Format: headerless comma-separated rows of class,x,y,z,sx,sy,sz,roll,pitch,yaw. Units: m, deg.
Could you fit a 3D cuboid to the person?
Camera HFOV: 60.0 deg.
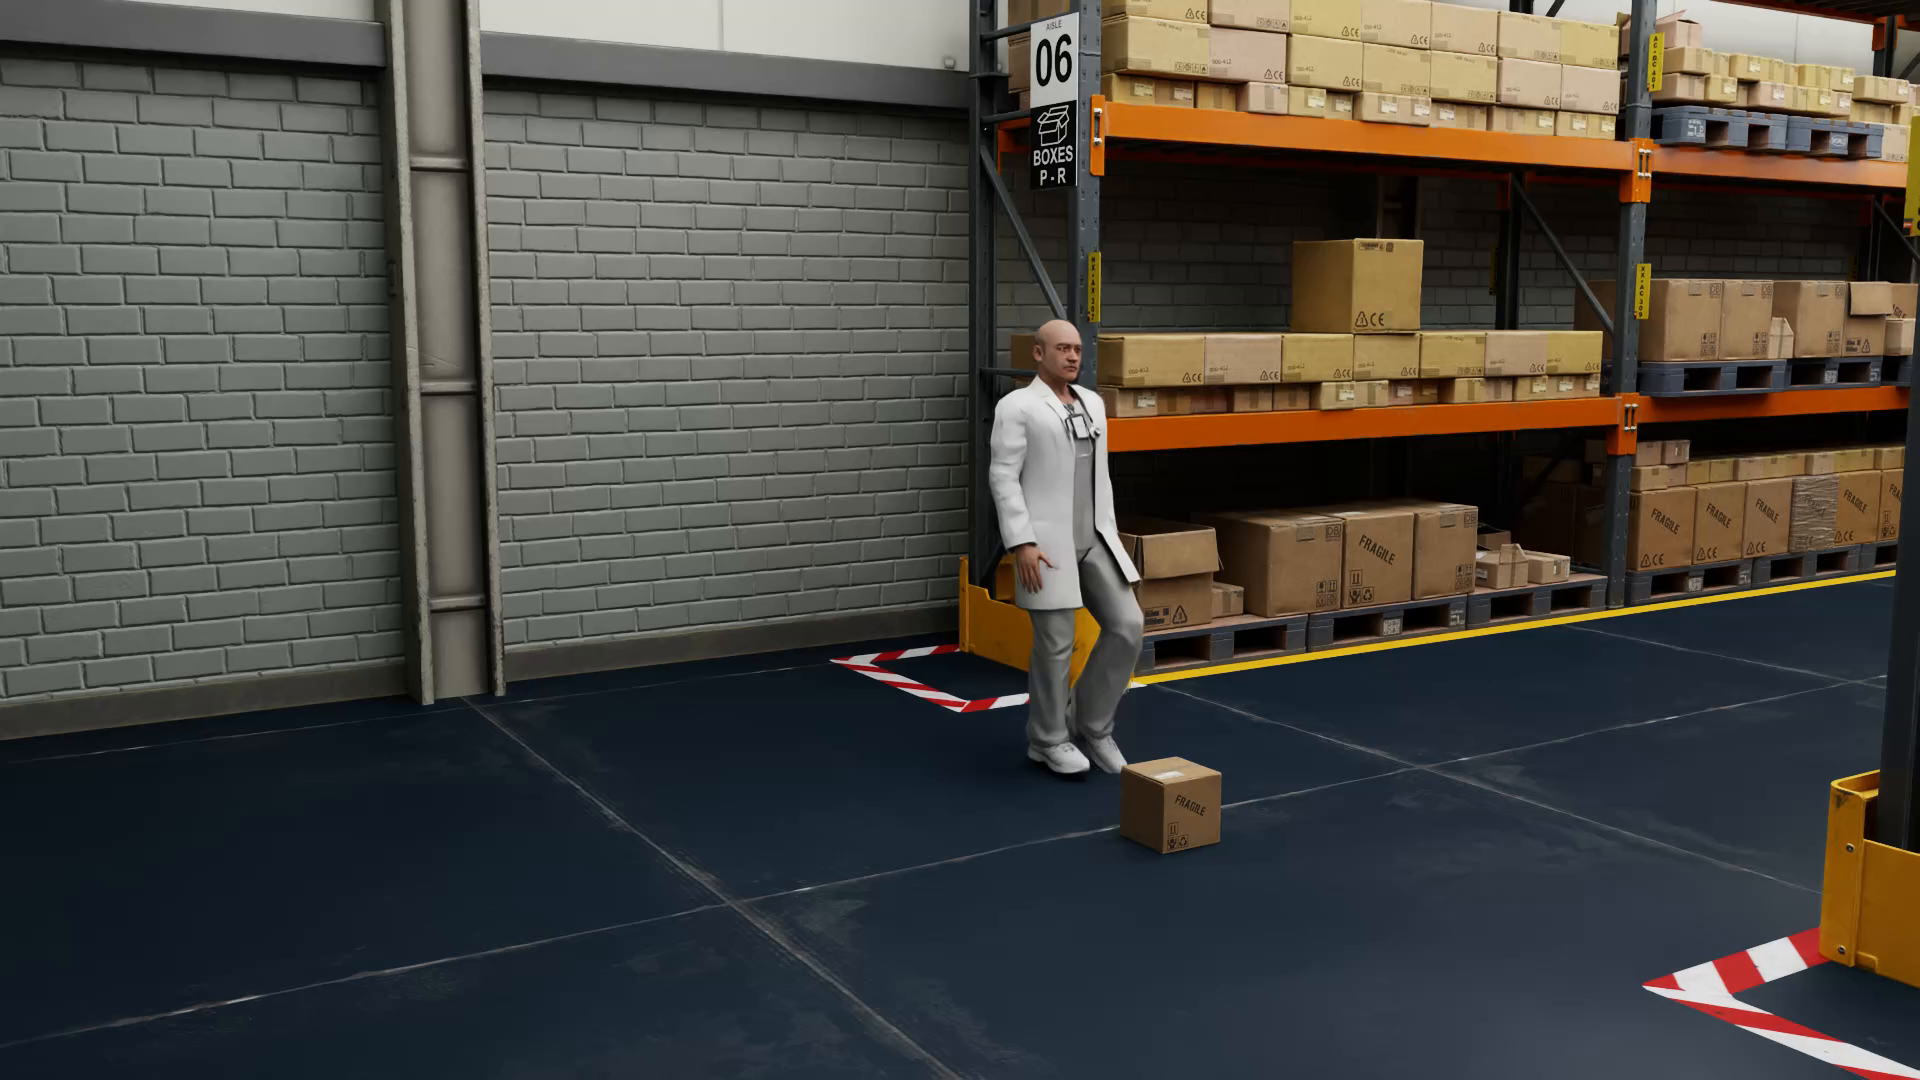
person,0.433,0.056,6.506,0.646,1.817,0.469,-5,9,-32
